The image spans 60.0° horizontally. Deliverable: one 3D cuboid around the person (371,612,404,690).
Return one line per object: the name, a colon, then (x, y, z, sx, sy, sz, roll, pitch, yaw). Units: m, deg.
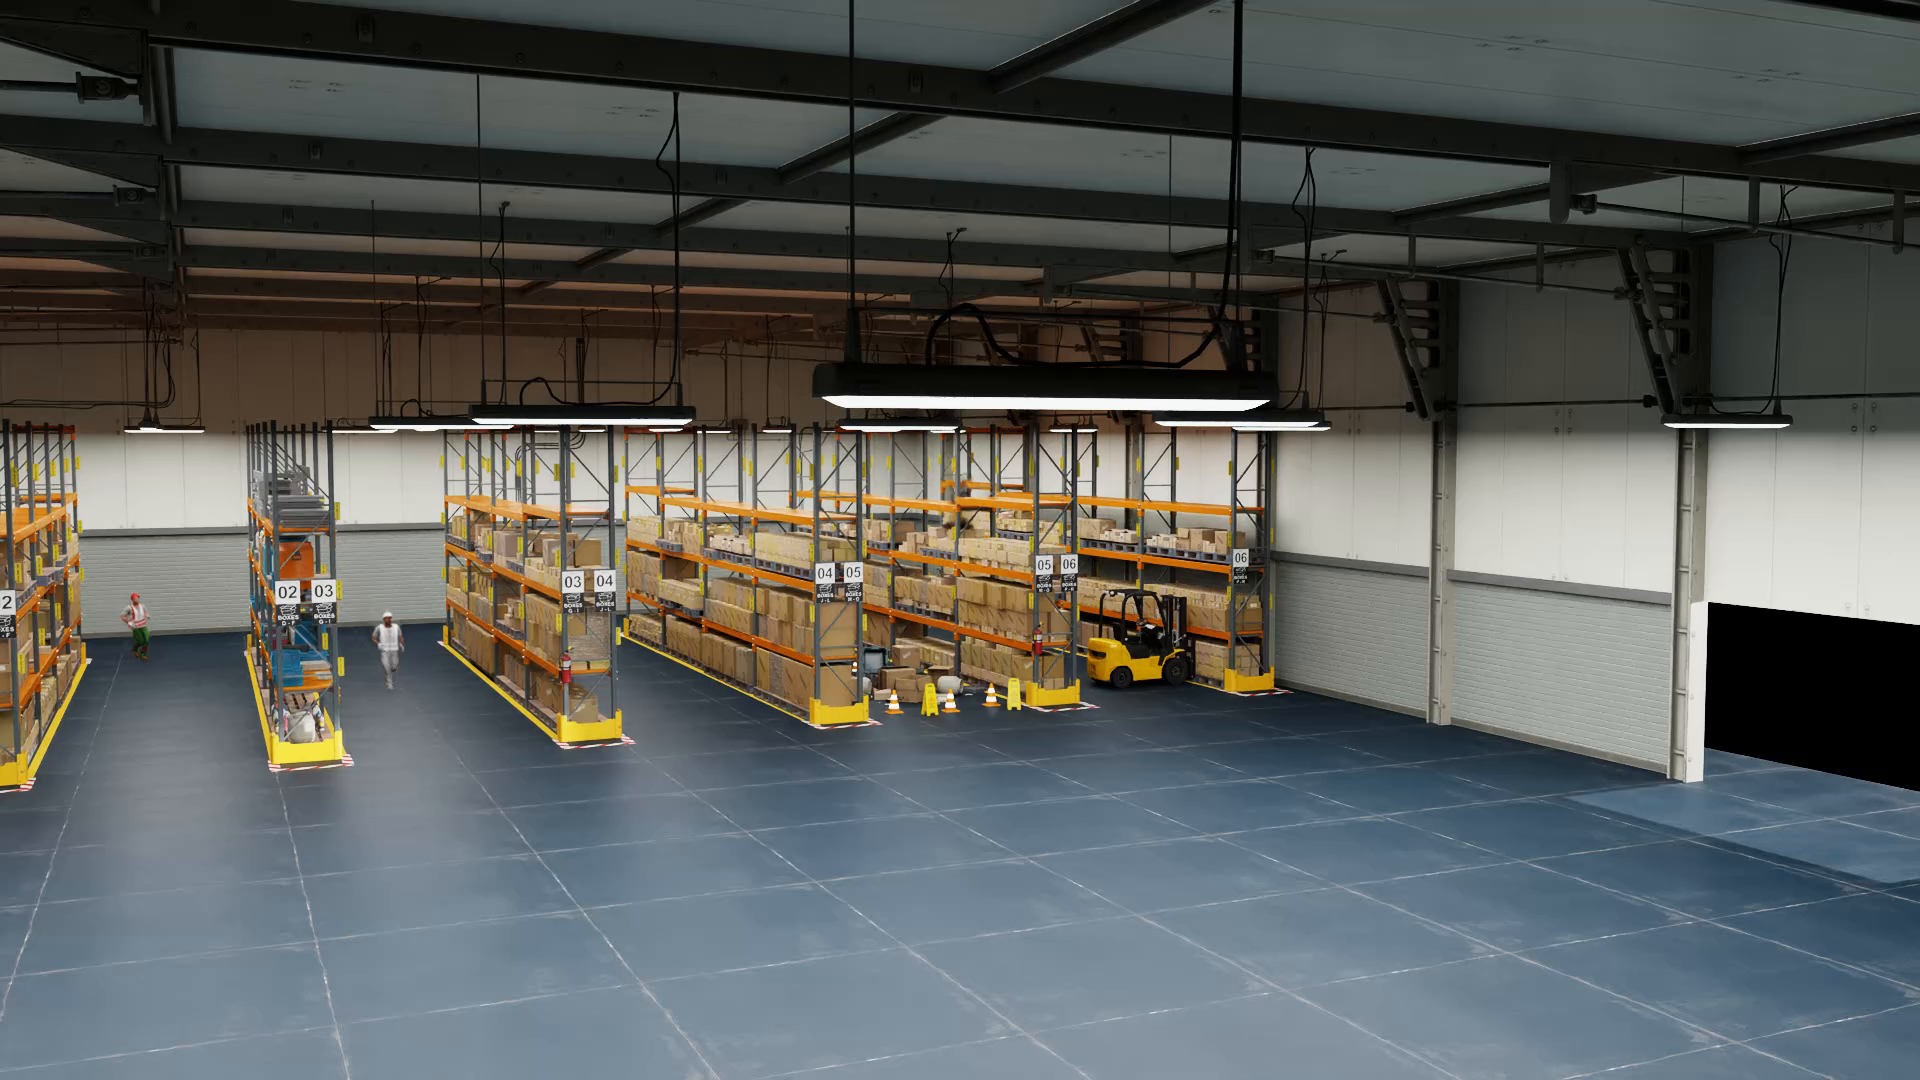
person: (-12.984, 2.504, 37.735, 0.683, 1.739, 0.616, -2, 4, -30)

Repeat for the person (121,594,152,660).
person: (-20.932, 2.218, 42.327, 0.635, 1.724, 0.680, 2, 4, 30)
